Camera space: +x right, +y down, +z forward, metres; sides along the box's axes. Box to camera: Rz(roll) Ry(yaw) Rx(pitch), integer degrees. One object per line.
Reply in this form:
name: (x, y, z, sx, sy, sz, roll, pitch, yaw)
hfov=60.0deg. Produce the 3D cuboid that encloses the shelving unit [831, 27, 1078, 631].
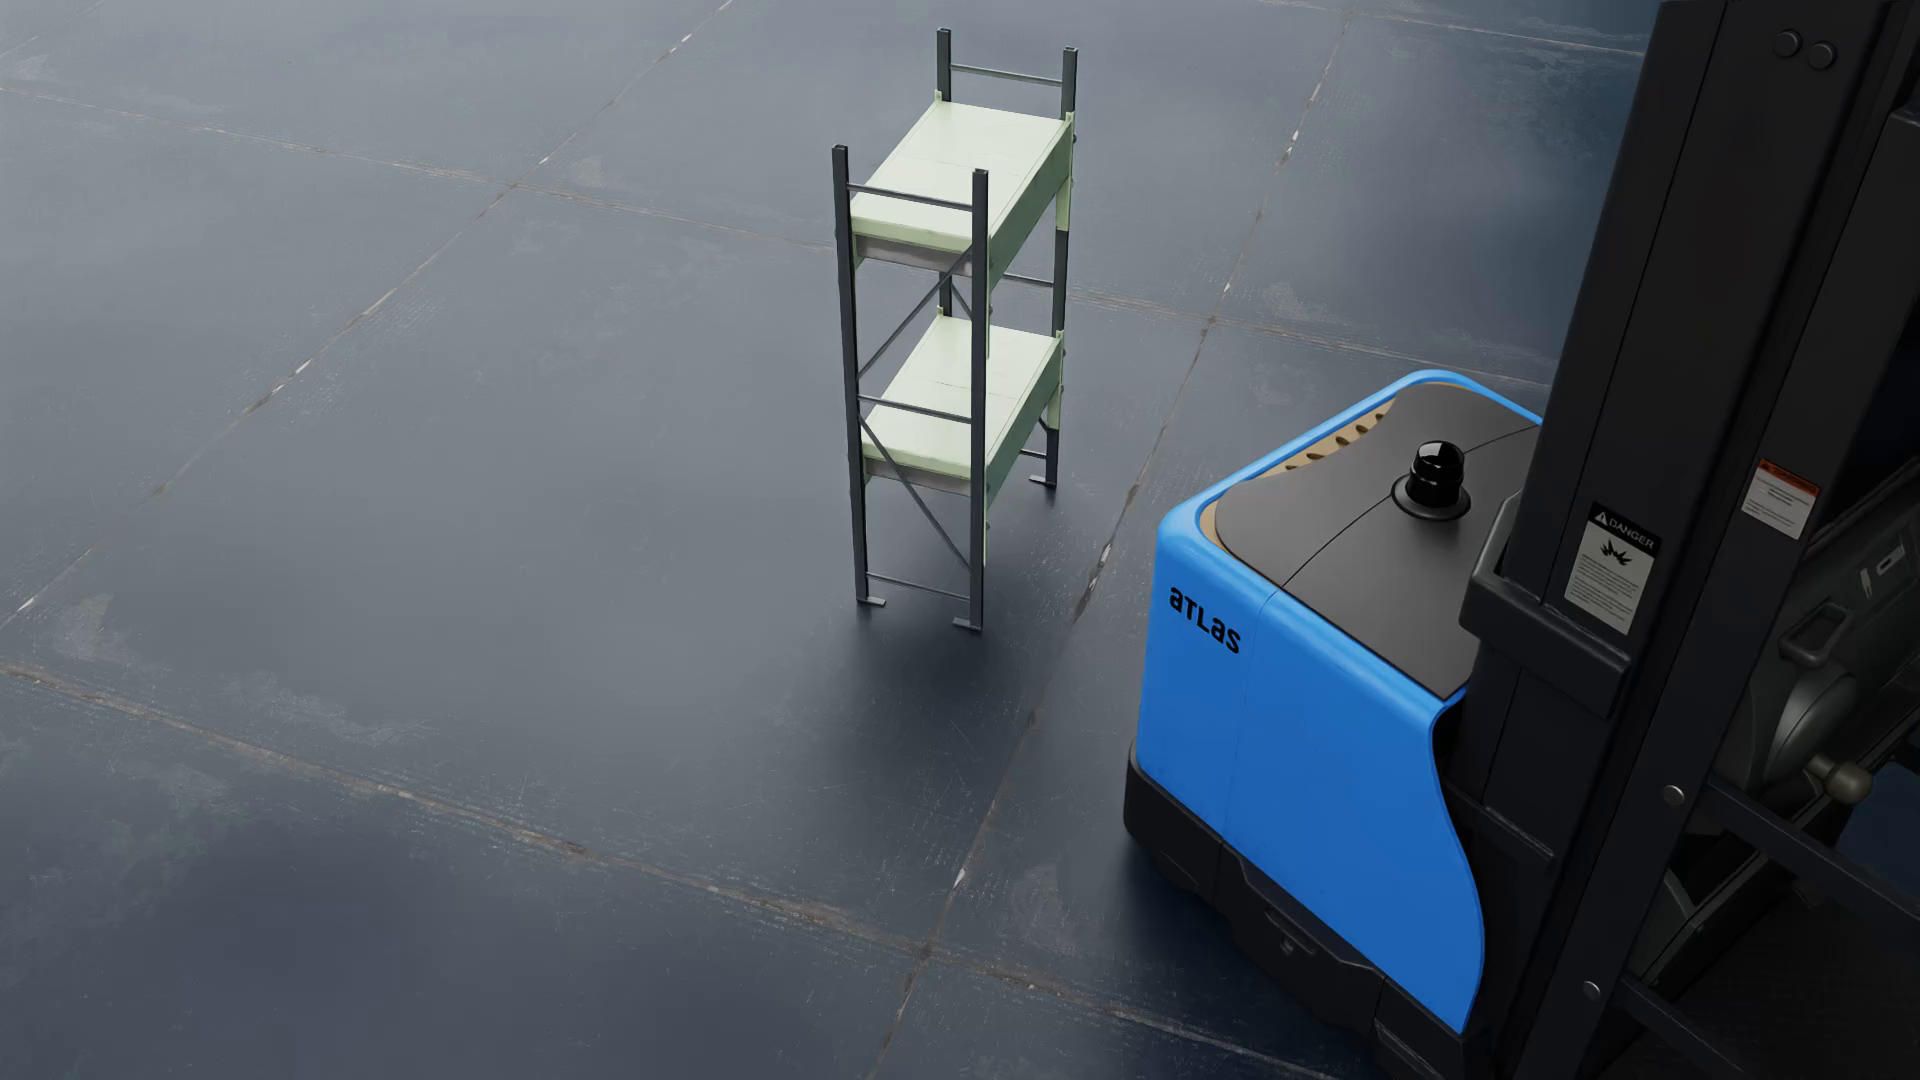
shelving unit: (0.002, -0.575, 4.768, 0.431, 1.500, 0.755, 13, 42, 15)

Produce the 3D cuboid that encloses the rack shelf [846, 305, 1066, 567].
rack shelf: (0.002, -0.327, 4.980, 0.431, 0.370, 0.720, 13, 42, 15)

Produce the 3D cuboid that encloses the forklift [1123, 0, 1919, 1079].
forklift: (1.745, 0.191, 2.768, 1.130, 2.935, 3.031, -28, 48, -29)

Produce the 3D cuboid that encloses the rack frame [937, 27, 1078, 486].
rack frame: (0.127, -0.798, 5.030, 0.400, 1.500, 0.023, 13, 42, 15)

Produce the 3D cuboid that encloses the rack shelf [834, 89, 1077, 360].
rack shelf: (0.002, -0.872, 4.515, 0.431, 0.370, 0.720, 13, 42, 15)

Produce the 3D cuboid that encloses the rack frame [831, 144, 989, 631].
rack frame: (-0.123, -0.351, 4.506, 0.400, 1.500, 0.023, 13, 42, 15)
